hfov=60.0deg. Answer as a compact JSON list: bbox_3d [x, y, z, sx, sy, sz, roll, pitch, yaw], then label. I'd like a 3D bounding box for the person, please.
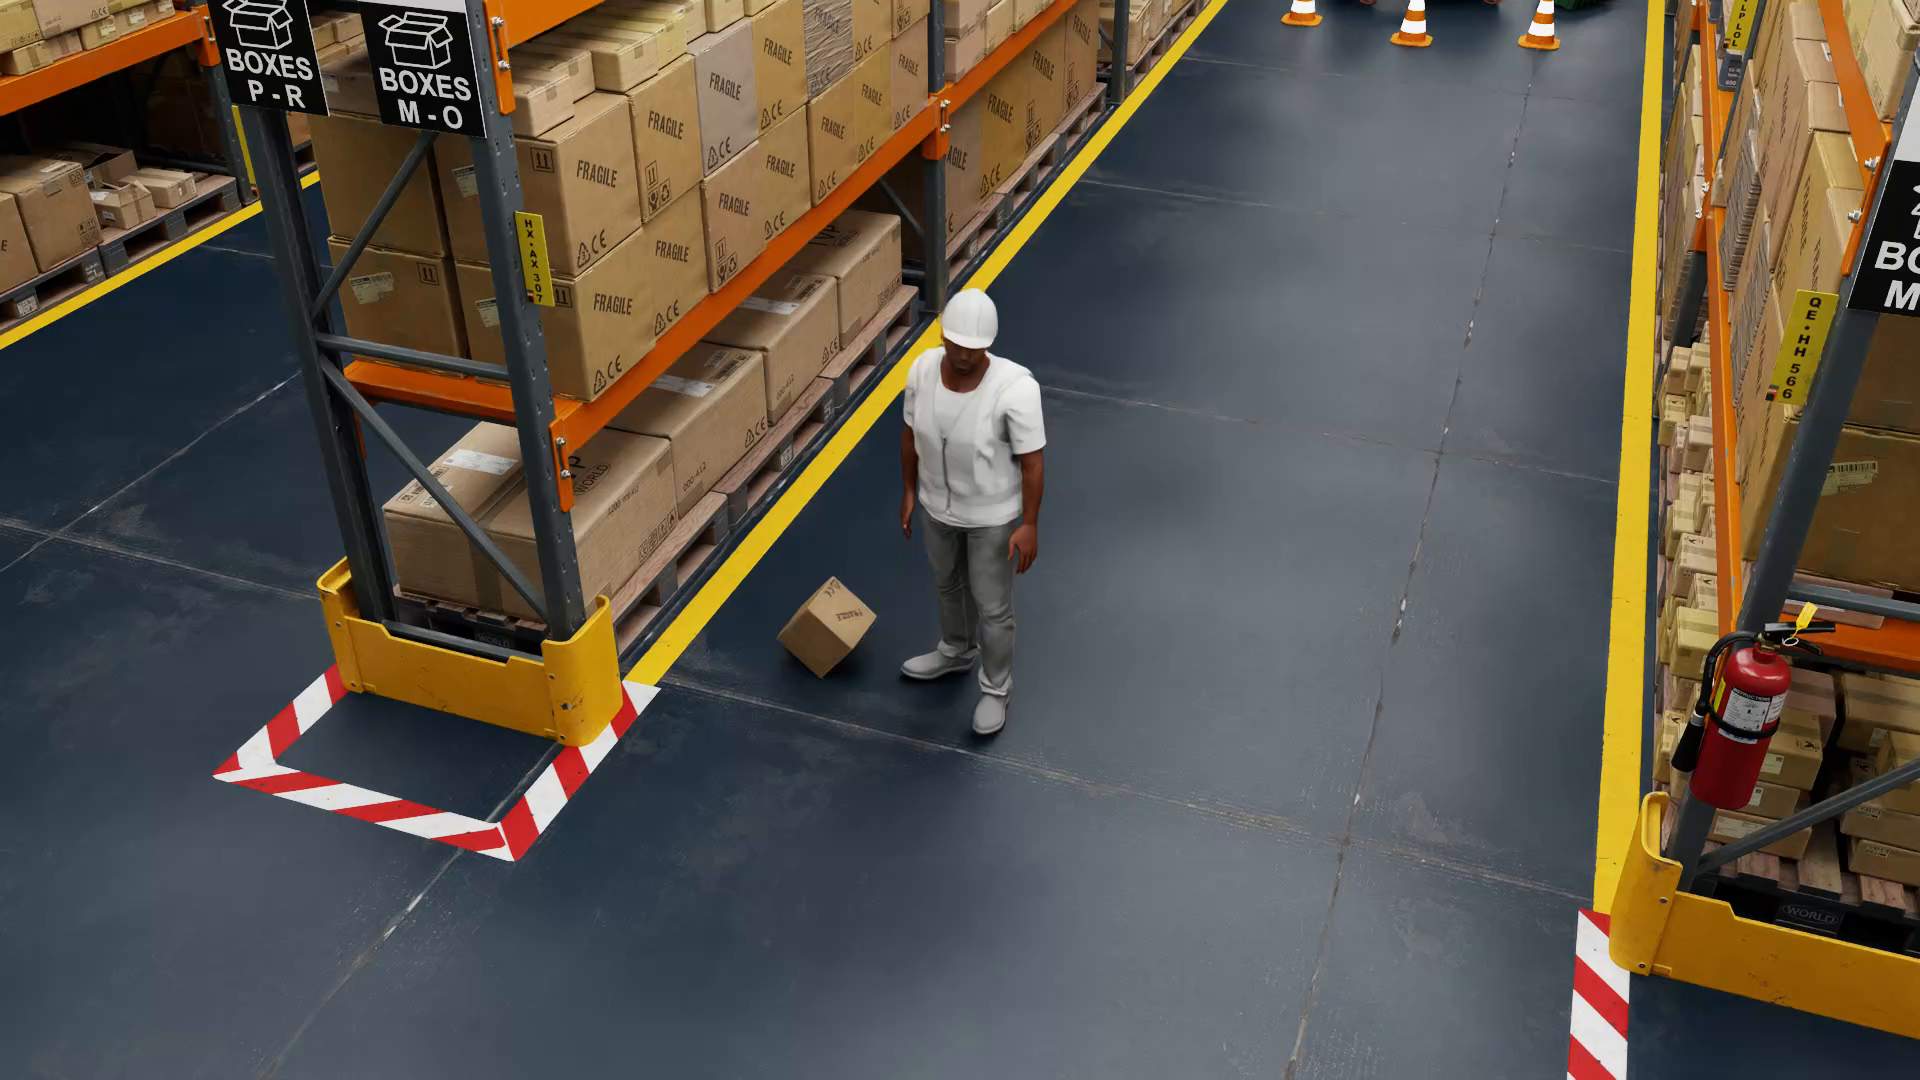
[{"bbox_3d":[0.027,-0.113,6.241,0.624,1.768,0.422,21,39,29],"label":"person"}]
